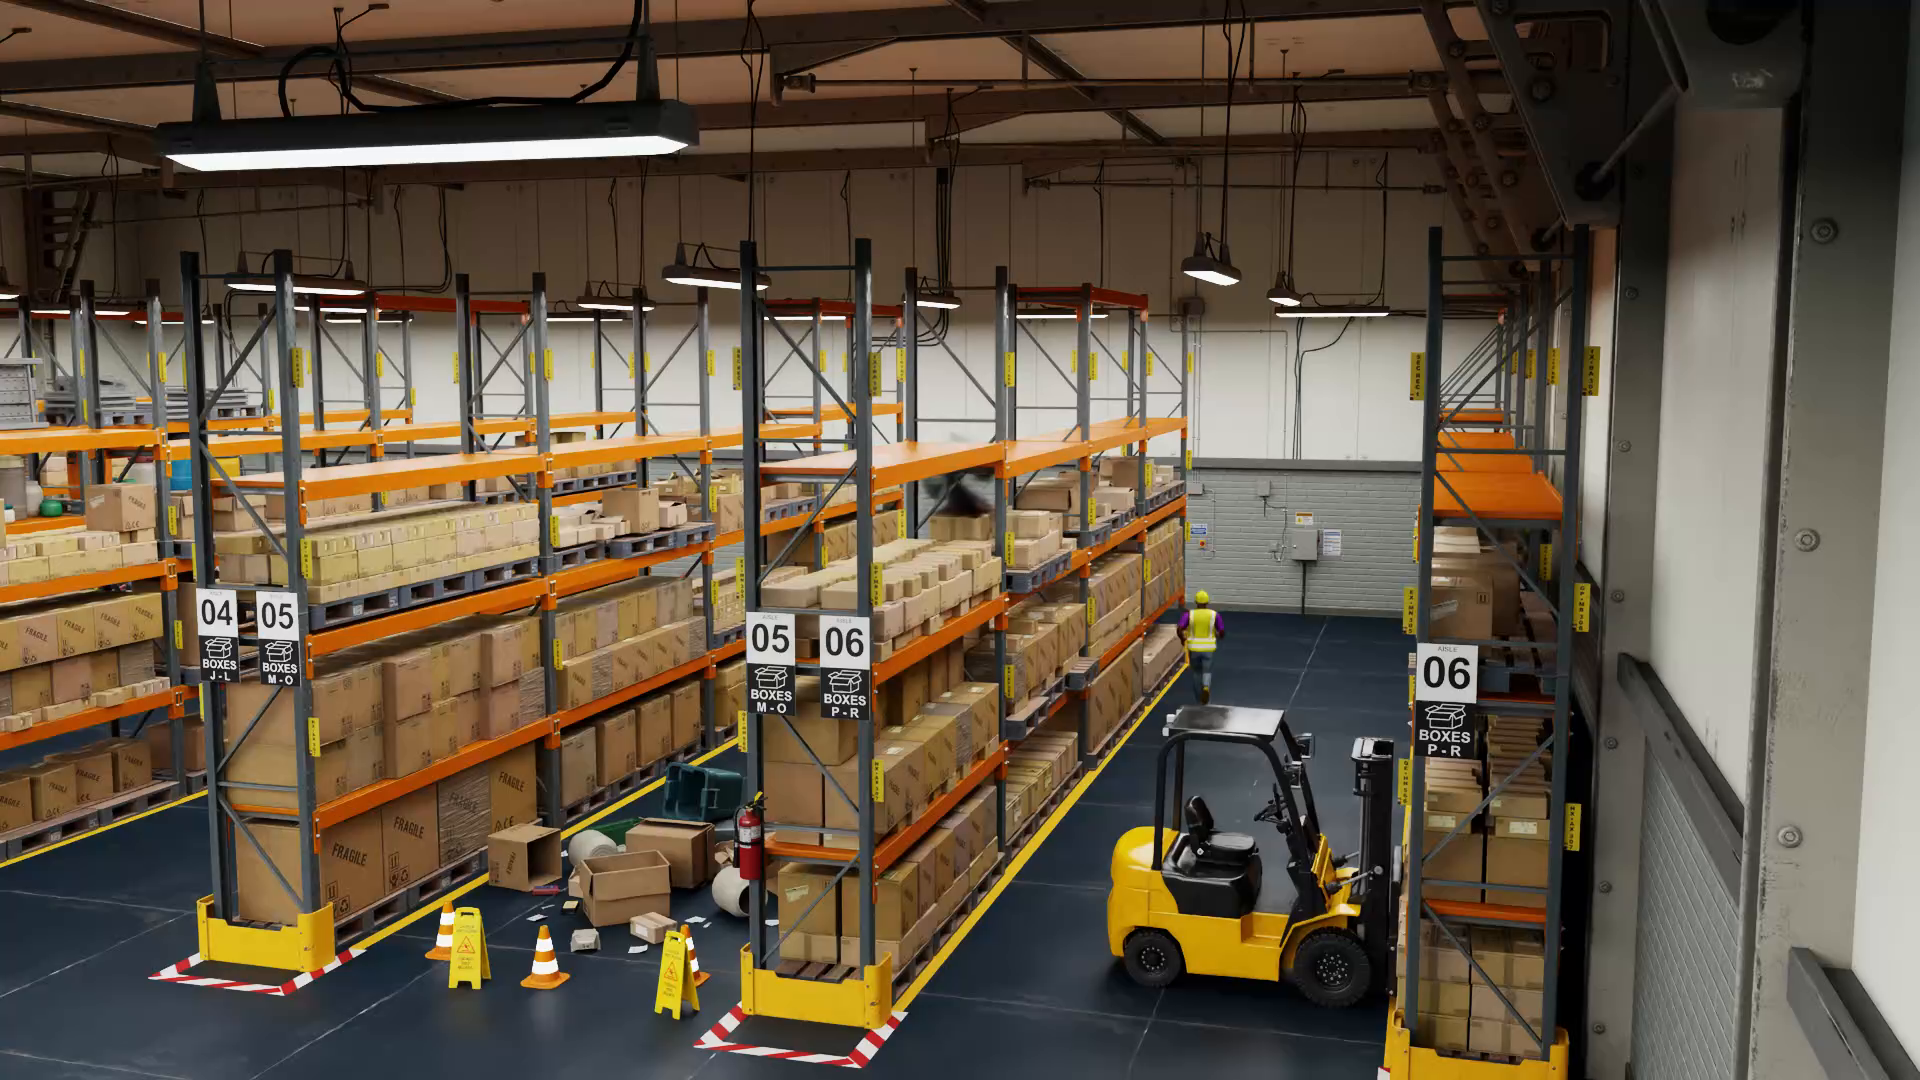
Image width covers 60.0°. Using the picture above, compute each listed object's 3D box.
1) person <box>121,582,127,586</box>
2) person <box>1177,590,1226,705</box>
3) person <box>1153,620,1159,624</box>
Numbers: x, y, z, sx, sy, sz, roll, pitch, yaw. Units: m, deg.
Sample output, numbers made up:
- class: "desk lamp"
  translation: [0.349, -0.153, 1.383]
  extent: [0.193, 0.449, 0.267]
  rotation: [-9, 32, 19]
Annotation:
- class: "person"
  translation: [-14.694, 1.089, 29.649]
  extent: [0.539, 1.560, 0.547]
  rotation: [0, 6, 2]
- class: "person"
  translation: [3.504, 1.603, 24.196]
  extent: [0.701, 1.747, 0.824]
  rotation: [1, 6, 9]
- class: "person"
  translation: [3.375, 1.077, 29.583]
  extent: [0.559, 1.575, 0.727]
  rotation: [5, 8, 38]
